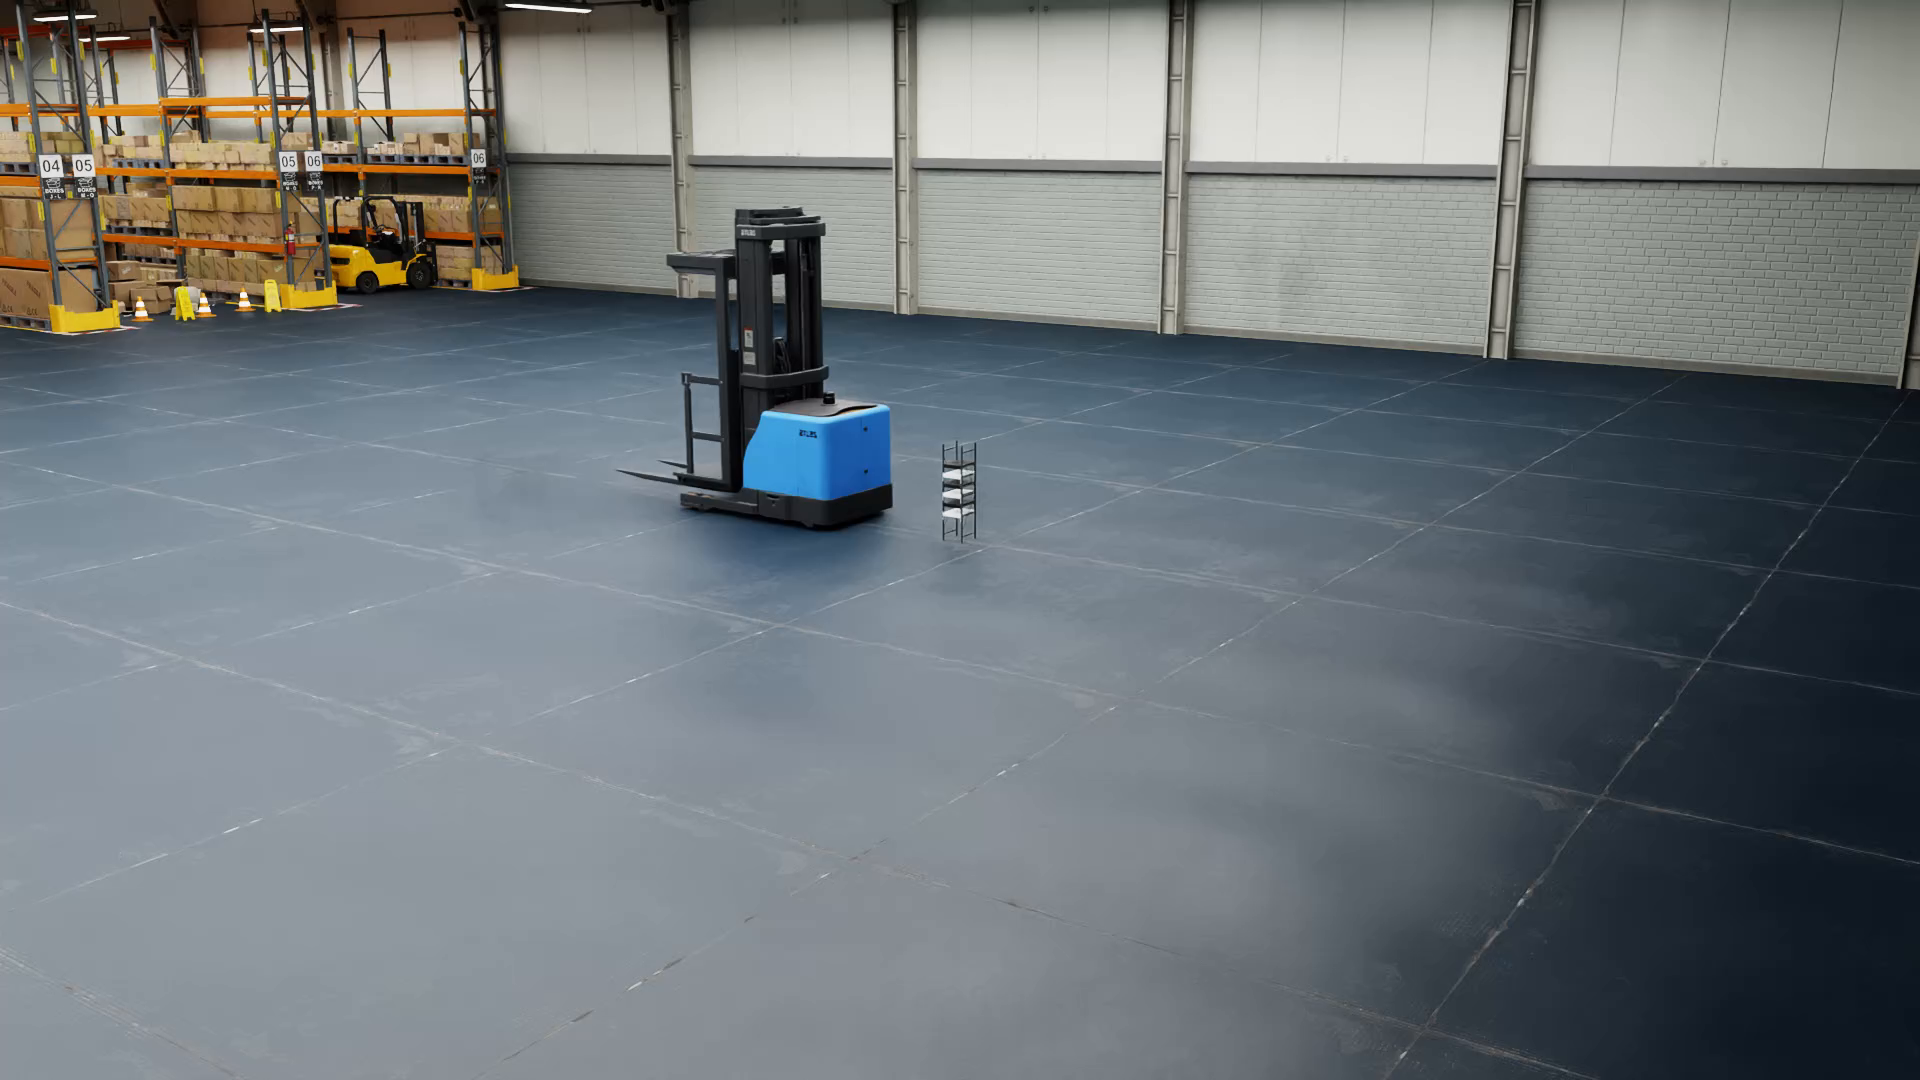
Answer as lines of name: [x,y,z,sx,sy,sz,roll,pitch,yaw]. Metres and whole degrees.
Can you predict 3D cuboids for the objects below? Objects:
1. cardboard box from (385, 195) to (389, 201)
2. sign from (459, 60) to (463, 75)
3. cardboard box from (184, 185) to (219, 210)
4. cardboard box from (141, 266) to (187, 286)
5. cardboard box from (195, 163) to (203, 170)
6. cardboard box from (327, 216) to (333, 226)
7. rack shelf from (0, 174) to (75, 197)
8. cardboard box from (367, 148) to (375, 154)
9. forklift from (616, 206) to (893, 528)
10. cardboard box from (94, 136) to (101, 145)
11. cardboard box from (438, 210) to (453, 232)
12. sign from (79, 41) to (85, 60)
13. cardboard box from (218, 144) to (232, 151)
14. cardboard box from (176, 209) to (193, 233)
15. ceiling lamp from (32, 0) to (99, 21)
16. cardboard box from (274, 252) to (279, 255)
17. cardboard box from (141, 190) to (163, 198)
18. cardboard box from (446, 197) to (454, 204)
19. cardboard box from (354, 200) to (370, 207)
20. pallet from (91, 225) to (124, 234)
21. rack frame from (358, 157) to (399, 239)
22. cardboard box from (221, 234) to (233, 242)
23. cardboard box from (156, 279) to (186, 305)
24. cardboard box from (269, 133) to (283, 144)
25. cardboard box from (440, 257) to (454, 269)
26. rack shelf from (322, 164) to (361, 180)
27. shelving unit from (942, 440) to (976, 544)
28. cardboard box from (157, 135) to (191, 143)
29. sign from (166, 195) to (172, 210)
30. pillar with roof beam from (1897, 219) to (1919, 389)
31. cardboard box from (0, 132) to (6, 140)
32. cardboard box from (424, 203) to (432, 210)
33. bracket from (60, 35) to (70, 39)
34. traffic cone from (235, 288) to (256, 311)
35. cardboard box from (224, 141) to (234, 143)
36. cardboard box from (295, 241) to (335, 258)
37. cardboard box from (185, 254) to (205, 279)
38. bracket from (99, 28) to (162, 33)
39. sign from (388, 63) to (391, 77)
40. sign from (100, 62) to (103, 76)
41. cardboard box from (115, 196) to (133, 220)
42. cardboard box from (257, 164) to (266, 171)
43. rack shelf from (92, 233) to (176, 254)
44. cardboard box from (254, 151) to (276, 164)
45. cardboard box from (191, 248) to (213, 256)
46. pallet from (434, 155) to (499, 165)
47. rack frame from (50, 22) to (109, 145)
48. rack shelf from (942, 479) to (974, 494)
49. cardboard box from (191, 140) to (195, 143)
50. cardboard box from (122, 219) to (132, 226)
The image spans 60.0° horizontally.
cardboard box: [-13.714,-8.301,40.365,0.250,0.149,0.380,9,16,32]
sign: [-11.293,-10.706,37.663,0.005,0.325,0.100,9,17,33]
cardboard box: [-16.409,-7.458,36.226,0.500,0.500,0.700,9,17,33]
cardboard box: [-18.100,-6.048,38.036,0.625,0.372,0.950,10,17,36]
cardboard box: [-16.304,-8.099,36.005,0.250,0.149,0.380,10,17,34]
cardboard box: [-15.677,-8.026,41.744,0.500,0.250,0.500,9,17,33]
rack shelf: [-18.084,-6.793,31.702,4.000,0.370,1.077,9,17,33]
cardboard box: [-14.094,-9.411,40.221,0.250,0.149,0.380,10,17,34]
forklift: [-2.155,-1.792,16.389,3.031,2.935,1.130,10,17,34]
cardboard box: [-24.027,-11.215,46.722,0.500,0.250,0.500,9,16,32]
cardboard box: [-11.958,-7.542,39.266,0.500,0.500,0.500,10,17,35]
sign: [-16.109,-8.970,30.484,0.005,0.325,0.100,9,17,33]
cardboard box: [-15.482,-8.325,35.258,0.250,0.149,0.380,10,17,34]
cardboard box: [-16.855,-7.033,36.591,0.500,0.500,0.500,9,17,33]
ceiling lamp: [-18.172,-12.247,33.847,2.000,3.185,0.800,9,17,33]
cardboard box: [-18.087,-7.486,43.575,0.500,0.500,0.500,10,17,34]
cardboard box: [-18.153,-7.773,37.357,0.250,0.149,0.380,9,16,31]
cardboard box: [-11.847,-7.979,39.062,0.250,0.149,0.380,10,17,34]
cardboard box: [-14.705,-8.310,41.018,0.250,0.149,0.380,10,17,35]
pallet: [-19.733,-7.324,38.991,1.003,0.211,1.213,9,17,33]
rack frame: [-14.297,-7.945,41.102,0.127,3.000,1.000,9,17,33]
cardboard box: [-15.701,-6.525,35.888,0.250,0.149,0.380,9,17,33]
cardboard box: [-16.935,-5.327,35.725,0.500,0.500,0.500,-4,14,-16]
cardboard box: [-17.151,-10.092,42.245,0.500,0.500,0.500,9,17,33]
cardboard box: [-11.967,-6.592,39.447,0.500,0.250,0.500,9,17,32]
rack shelf: [-15.957,-9.320,41.911,4.000,0.370,1.077,9,17,33]
shelving unit: [-0.007,-0.438,15.146,0.210,0.900,0.258,9,17,33]
cardboard box: [-17.745,-9.007,37.550,0.500,0.250,0.500,9,16,32]
sign: [-17.371,-7.405,36.514,0.005,0.325,0.100,9,17,33]
pillar with roof beam: [11.438,-5.712,19.597,0.400,9.000,9.100,9,17,33]
cardboard box: [-17.528,-7.471,30.728,0.250,0.149,0.380,10,17,34]
cardboard box: [-12.500,-7.930,39.482,0.250,0.149,0.380,9,17,33]
bracket: [-25.843,-14.628,48.125,0.430,0.232,0.235,9,17,33]
traffic cone: [-14.822,-4.987,34.433,0.334,0.463,0.336,9,17,33]
cardboard box: [-18.933,-10.330,43.359,0.250,0.149,0.380,9,16,32]
cardboard box: [-16.560,-7.360,42.807,0.625,0.625,0.875,10,17,35]
cardboard box: [-16.726,-6.055,36.754,0.500,0.500,0.500,10,17,35]
bracket: [-23.691,-14.280,46.720,4.783,0.066,0.076,9,17,33]
sign: [-13.967,-11.495,40.683,0.005,0.325,0.100,9,17,33]
sign: [-20.089,-11.004,38.868,0.005,0.325,0.100,9,17,33]
cardboard box: [-18.848,-7.574,37.904,0.500,0.500,0.500,8,16,31]
cardboard box: [-14.422,-7.771,34.681,0.250,0.149,0.380,9,17,33]
rack shelf: [-18.724,-6.874,38.272,4.000,0.370,1.077,9,17,33]
cardboard box: [-14.320,-7.961,34.617,0.500,0.250,0.500,9,16,32]
cardboard box: [-16.655,-6.341,36.560,0.250,0.149,0.380,9,17,34]
pallet: [-11.550,-8.921,38.989,1.213,0.211,1.003,9,17,33]
rack frame: [-20.384,-10.403,38.548,0.127,3.000,1.000,9,17,33]
rack shelf: [-0.007,-0.493,15.133,0.200,0.077,0.258,9,17,33]
cardboard box: [-20.256,-10.528,44.115,0.250,0.149,0.380,9,16,32]
cardboard box: [-18.904,-7.266,38.008,0.250,0.149,0.380,10,17,35]
